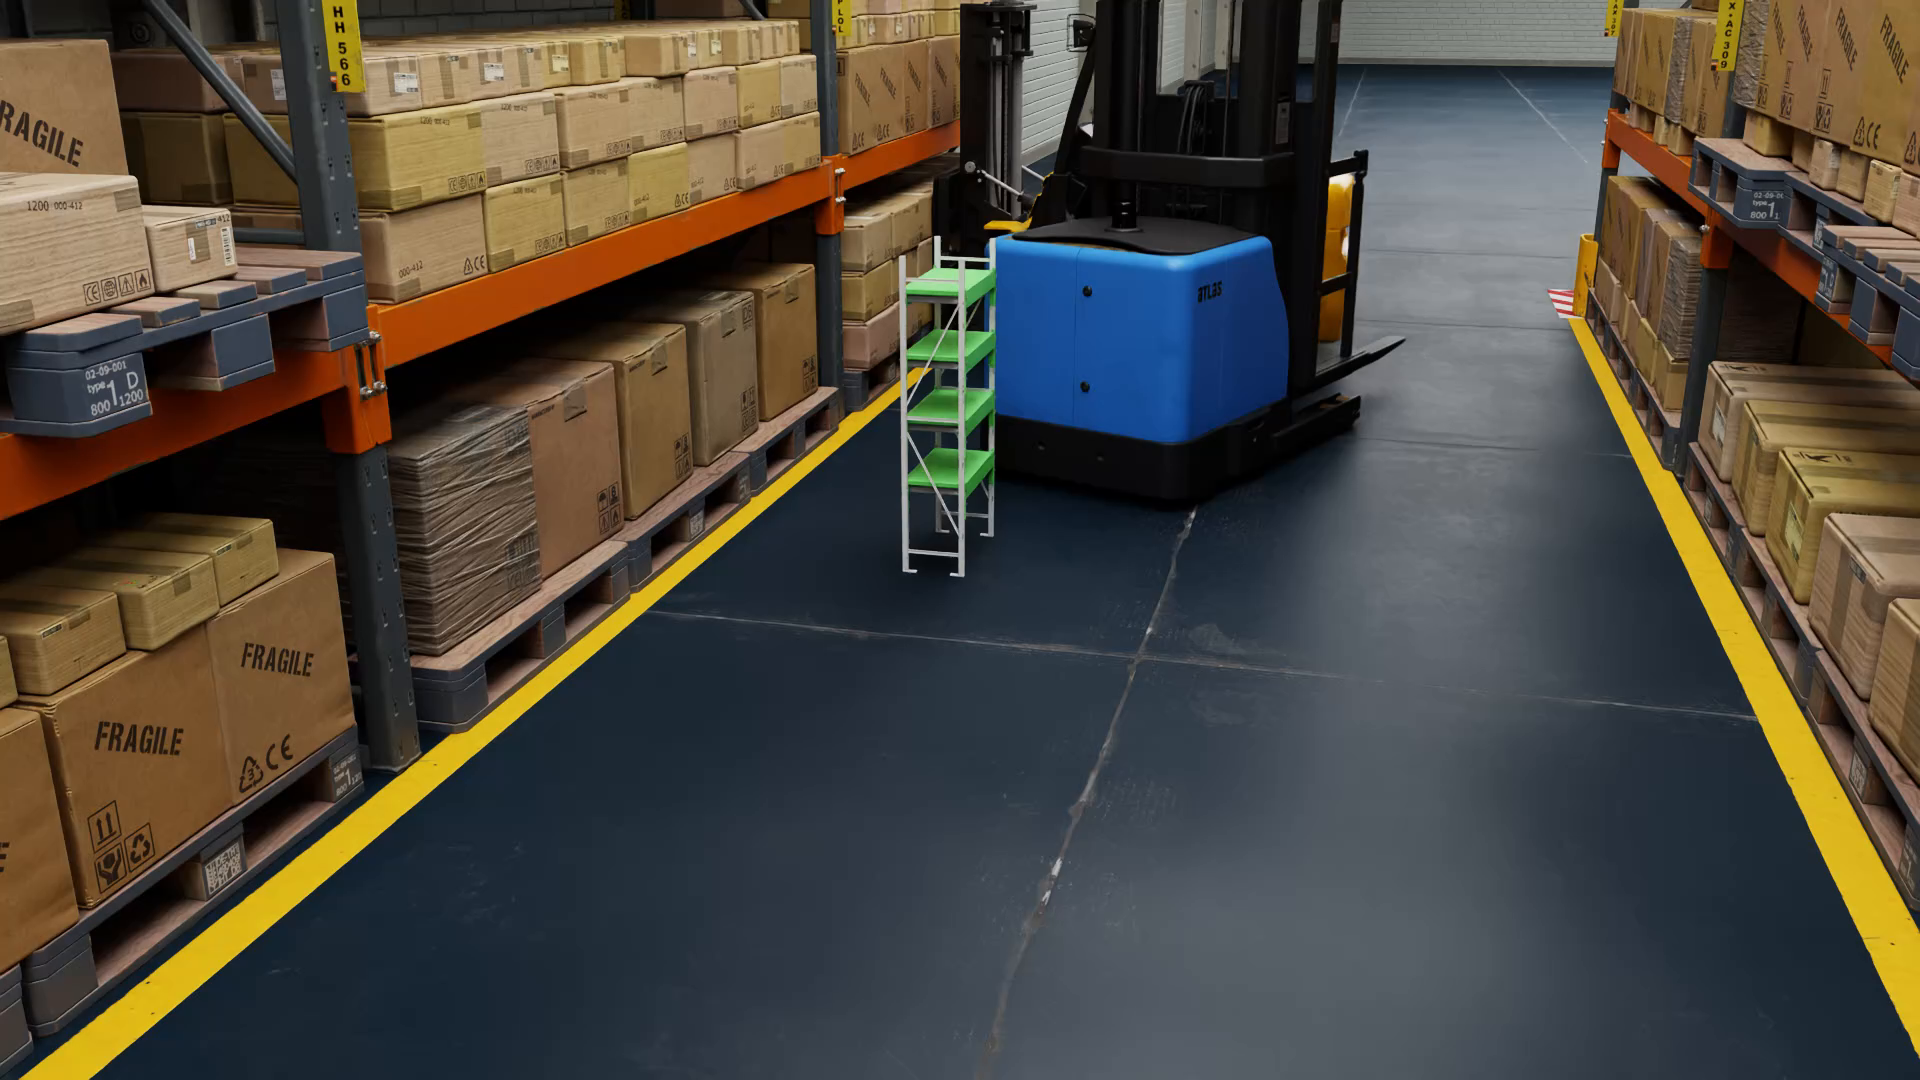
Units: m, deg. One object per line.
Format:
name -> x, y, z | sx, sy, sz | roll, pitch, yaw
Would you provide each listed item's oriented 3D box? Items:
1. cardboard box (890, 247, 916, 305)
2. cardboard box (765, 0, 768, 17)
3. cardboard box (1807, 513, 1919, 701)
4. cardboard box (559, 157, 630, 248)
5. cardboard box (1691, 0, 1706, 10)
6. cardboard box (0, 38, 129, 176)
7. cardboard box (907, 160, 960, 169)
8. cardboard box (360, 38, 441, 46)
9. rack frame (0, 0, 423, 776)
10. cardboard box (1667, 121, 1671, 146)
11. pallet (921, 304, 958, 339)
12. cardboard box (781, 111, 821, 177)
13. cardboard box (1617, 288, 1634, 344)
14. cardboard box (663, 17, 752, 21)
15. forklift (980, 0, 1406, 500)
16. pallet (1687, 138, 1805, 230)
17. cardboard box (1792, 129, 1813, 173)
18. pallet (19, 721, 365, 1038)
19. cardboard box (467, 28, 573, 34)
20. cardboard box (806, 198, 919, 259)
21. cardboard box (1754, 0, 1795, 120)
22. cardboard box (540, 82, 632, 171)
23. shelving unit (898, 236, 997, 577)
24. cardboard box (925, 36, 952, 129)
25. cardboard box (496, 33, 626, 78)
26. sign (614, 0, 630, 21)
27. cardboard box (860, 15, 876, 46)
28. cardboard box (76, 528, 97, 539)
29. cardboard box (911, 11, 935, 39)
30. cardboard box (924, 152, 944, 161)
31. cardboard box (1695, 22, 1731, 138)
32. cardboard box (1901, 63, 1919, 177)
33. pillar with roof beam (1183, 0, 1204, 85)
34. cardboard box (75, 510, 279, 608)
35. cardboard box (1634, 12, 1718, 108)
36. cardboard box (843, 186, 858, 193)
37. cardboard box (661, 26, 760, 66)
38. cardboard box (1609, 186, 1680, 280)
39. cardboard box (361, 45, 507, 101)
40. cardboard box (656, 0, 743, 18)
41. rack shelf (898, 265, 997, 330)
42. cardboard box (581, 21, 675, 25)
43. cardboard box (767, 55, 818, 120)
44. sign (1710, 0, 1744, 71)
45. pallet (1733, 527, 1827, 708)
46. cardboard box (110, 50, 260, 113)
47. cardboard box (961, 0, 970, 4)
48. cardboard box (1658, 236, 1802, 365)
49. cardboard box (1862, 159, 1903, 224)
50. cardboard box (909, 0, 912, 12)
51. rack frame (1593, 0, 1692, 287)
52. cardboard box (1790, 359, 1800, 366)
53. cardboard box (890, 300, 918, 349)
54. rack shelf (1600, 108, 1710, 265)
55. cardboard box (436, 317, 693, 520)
cardboard box -> -0.549, -1.481, 9.215 | 0.500, 0.250, 0.500 | 5, 19, 13
cardboard box -> -0.763, -2.724, 8.404 | 0.380, 0.149, 0.250 | 5, 19, 14
cardboard box -> 3.069, 0.219, 4.821 | 0.950, 0.372, 0.625 | 4, 19, 12
cardboard box -> -1.473, -1.176, 5.723 | 0.500, 0.250, 0.500 | 4, 19, 12
cardboard box -> 4.791, -3.409, 9.865 | 0.700, 0.500, 0.500 | 4, 19, 12
cardboard box -> -2.342, -0.905, 3.893 | 0.500, 0.500, 0.500 | 6, 20, 16
cardboard box -> -0.040, -2.357, 11.005 | 0.500, 0.250, 0.500 | 5, 19, 14
cardboard box -> -1.972, -1.606, 5.590 | 0.380, 0.149, 0.250 | 5, 19, 13
rack frame -> -2.065, -0.808, 4.413 | 1.000, 3.000, 0.127 | 5, 19, 13
cardboard box -> 3.846, -2.074, 8.507 | 0.380, 0.149, 0.250 | 4, 19, 12
pallet -> -0.557, -1.372, 10.378 | 1.003, 0.211, 1.213 | 5, 19, 13
cardboard box -> -0.957, -1.812, 7.585 | 0.500, 0.250, 0.500 | 5, 20, 15
cardboard box -> 3.985, -1.260, 9.340 | 0.500, 0.250, 0.500 | 6, 20, 17
cardboard box -> -1.258, -2.537, 8.317 | 0.380, 0.149, 0.250 | 5, 19, 13
forklift -> 1.351, -1.973, 7.929 | 1.130, 2.935, 3.031 | 13, 23, 33
pallet -> 3.399, -1.352, 6.303 | 1.003, 0.211, 1.213 | 5, 19, 13
cardboard box -> 3.117, -1.353, 5.747 | 0.380, 0.149, 0.250 | 5, 19, 14
pallet -> -2.284, 0.742, 4.188 | 1.003, 0.211, 1.213 | 5, 19, 13
cardboard box -> -1.744, -1.928, 6.532 | 0.380, 0.149, 0.250 | 5, 19, 13
cardboard box -> -0.531, -1.719, 9.137 | 0.500, 0.250, 0.500 | 5, 19, 13
cardboard box -> 3.212, -1.777, 5.984 | 0.500, 0.500, 0.500 | 5, 19, 14
cardboard box -> -1.451, -1.413, 5.643 | 0.500, 0.250, 0.500 | 4, 19, 12
shelving unit -> -0.040, -0.516, 6.342 | 0.258, 1.200, 0.503 | 5, 19, 13
cardboard box -> -0.349, -2.707, 9.818 | 0.500, 0.500, 0.500 | 5, 19, 14
cardboard box -> -1.427, -1.734, 5.965 | 0.380, 0.149, 0.250 | 5, 19, 13
sign -> -1.626, -2.553, 8.058 | 0.100, 0.325, 0.005 | 5, 19, 13
cardboard box -> -0.656, -2.661, 8.678 | 0.380, 0.149, 0.250 | 5, 19, 13
cardboard box -> -2.440, 0.286, 4.428 | 0.500, 0.500, 0.500 | 5, 20, 15
cardboard box -> -0.358, -2.979, 9.609 | 0.380, 0.149, 0.250 | 4, 19, 12
cardboard box -> -0.411, -2.551, 11.572 | 0.500, 0.250, 0.500 | 4, 19, 13
cardboard box -> 3.594, -2.018, 7.341 | 0.500, 0.500, 0.500 | 4, 19, 12
cardboard box -> 2.706, -1.132, 4.095 | 0.500, 0.500, 0.500 | 4, 19, 13
pillar with roof beam -> 8.884, -13.190, 31.382 | 9.100, 9.000, 0.400 | 5, 19, 13
cardboard box -> -1.940, 0.044, 4.133 | 0.380, 0.149, 0.250 | 4, 19, 11
cardboard box -> 4.072, -2.664, 9.232 | 0.500, 0.500, 0.500 | 4, 19, 12
cardboard box -> -0.909, -1.920, 9.725 | 0.500, 0.250, 0.500 | 5, 19, 14
cardboard box -> -1.048, -2.044, 6.873 | 0.380, 0.149, 0.250 | 4, 19, 12
cardboard box -> 4.110, -1.775, 9.687 | 0.500, 0.500, 0.500 | 4, 19, 11
cardboard box -> -1.600, -1.406, 5.004 | 0.380, 0.149, 0.250 | 5, 20, 15
cardboard box -> -1.303, -2.681, 8.278 | 0.380, 0.149, 0.250 | 5, 19, 14
rack shelf -> -0.040, -0.910, 6.207 | 0.258, 0.148, 0.480 | 5, 19, 13
cardboard box -> -1.498, -2.243, 7.456 | 0.380, 0.149, 0.250 | 4, 19, 12
cardboard box -> -0.960, -2.054, 7.518 | 0.500, 0.250, 0.500 | 4, 19, 12
sign -> 3.198, -2.121, 6.918 | 0.100, 0.325, 0.005 | 5, 19, 13
pallet -> 3.242, 0.276, 5.553 | 1.003, 0.211, 1.213 | 5, 19, 13
cardboard box -> -2.182, -1.281, 4.638 | 0.380, 0.149, 0.250 | 5, 20, 15
cardboard box -> -0.150, -3.355, 10.252 | 0.380, 0.149, 0.250 | 5, 20, 15
cardboard box -> 3.611, -1.130, 7.800 | 0.500, 0.500, 0.500 | 4, 19, 13
cardboard box -> 2.737, -0.957, 4.586 | 0.380, 0.149, 0.250 | 5, 19, 14
cardboard box -> -0.484, -3.044, 9.339 | 0.380, 0.149, 0.250 | 5, 19, 13
rack frame -> 4.704, -2.925, 10.610 | 1.000, 3.000, 0.127 | 5, 19, 13
cardboard box -> 4.132, -0.732, 7.795 | 0.500, 0.250, 0.500 | 4, 19, 11
cardboard box -> -0.539, -1.245, 9.297 | 0.500, 0.250, 0.500 | 4, 19, 12
rack shelf -> 4.215, -1.958, 8.891 | 1.077, 0.370, 4.000 | 5, 19, 13
cardboard box -> -1.583, -0.494, 6.518 | 0.875, 0.625, 0.625 | 4, 19, 11
